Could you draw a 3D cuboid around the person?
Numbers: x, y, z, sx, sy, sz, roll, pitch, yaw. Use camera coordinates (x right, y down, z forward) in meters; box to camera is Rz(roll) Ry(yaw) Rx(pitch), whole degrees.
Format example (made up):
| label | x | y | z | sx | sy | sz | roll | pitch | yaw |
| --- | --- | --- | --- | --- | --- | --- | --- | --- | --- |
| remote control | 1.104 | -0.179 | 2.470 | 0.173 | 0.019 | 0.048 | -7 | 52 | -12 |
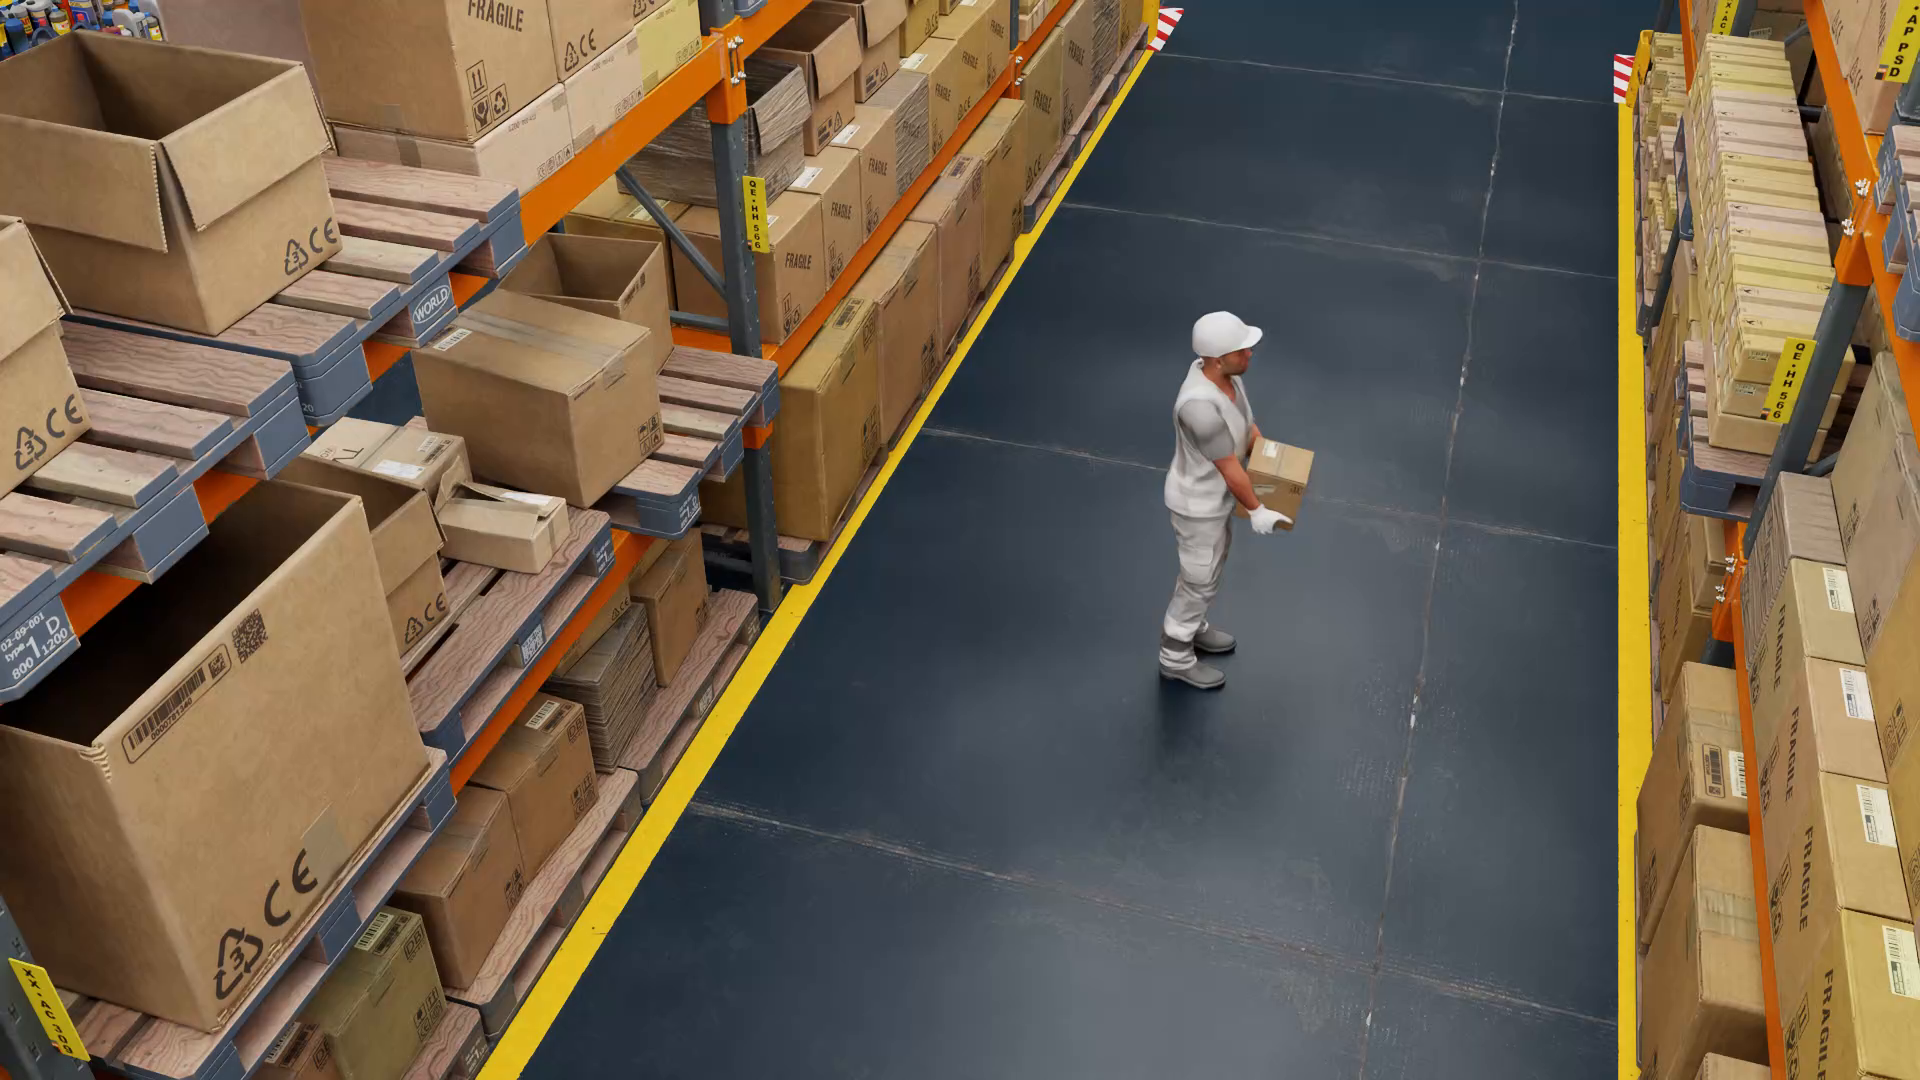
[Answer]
| label | x | y | z | sx | sy | sz | roll | pitch | yaw |
| --- | --- | --- | --- | --- | --- | --- | --- | --- | --- |
| person | 1.154 | -0.160 | 7.086 | 0.561 | 1.787 | 0.495 | 10 | 38 | 14 |
